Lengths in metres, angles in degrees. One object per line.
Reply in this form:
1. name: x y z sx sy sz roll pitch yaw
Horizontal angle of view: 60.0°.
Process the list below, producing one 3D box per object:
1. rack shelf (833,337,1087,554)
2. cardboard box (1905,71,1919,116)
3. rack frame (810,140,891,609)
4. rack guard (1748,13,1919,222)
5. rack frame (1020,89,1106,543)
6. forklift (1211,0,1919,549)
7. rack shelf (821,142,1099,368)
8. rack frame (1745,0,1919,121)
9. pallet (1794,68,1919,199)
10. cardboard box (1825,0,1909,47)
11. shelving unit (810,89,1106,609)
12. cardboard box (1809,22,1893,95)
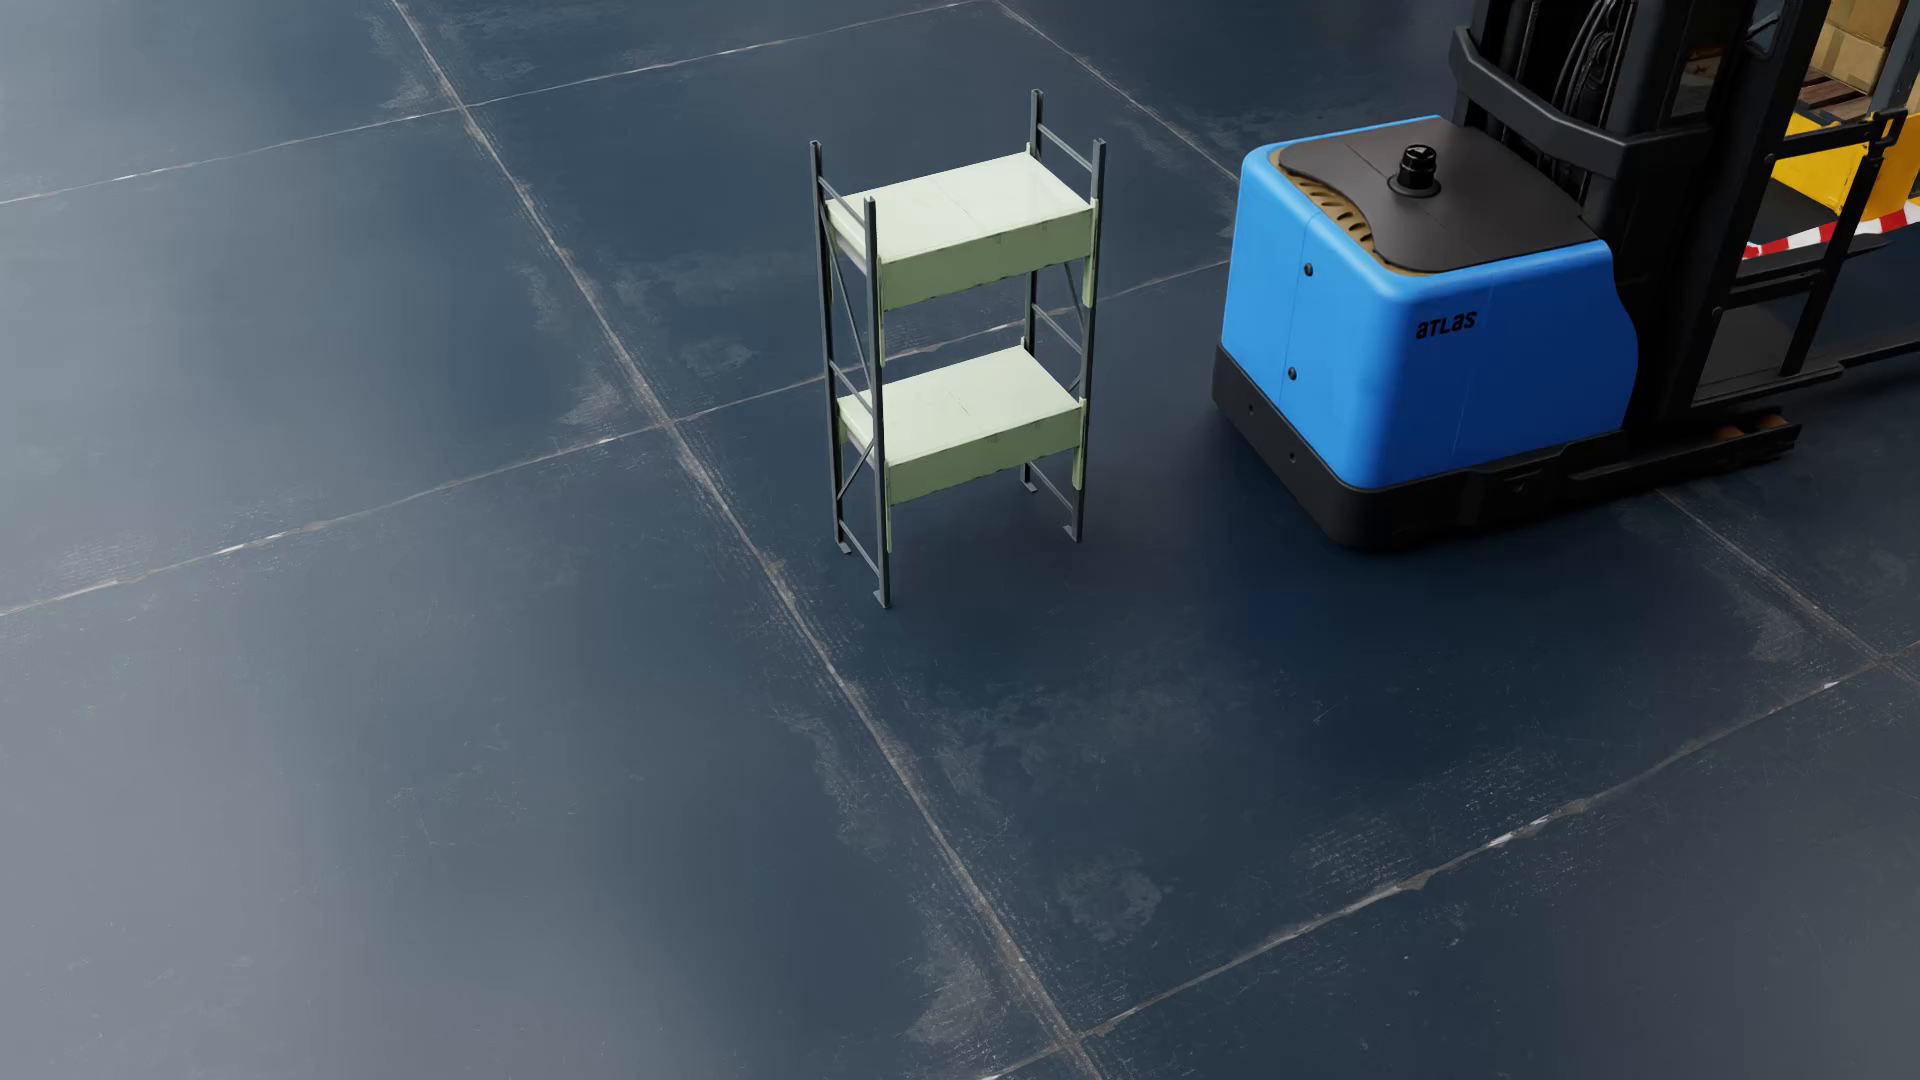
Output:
1. rack shelf: -0.006 -0.322 5.474 0.720 0.370 0.431 -19 44 -21
2. cardboard box: 4.656 -2.107 7.720 0.500 0.250 0.500 -19 44 -21
3. rack frame: -0.331 -0.461 5.134 0.023 1.500 0.400 -19 44 -21
4. rack guard: 3.880 -1.982 7.705 0.348 0.500 1.175 -19 44 -21
5. rack frame: 0.319 -0.680 5.392 0.023 1.500 0.400 -19 44 -21
6. forklift: 2.521 -1.676 5.461 3.031 2.935 1.130 -13 42 -15
7. rack shelf: -0.006 -0.868 5.011 0.720 0.370 0.431 -19 44 -21
8. rack frame: 3.813 -2.914 6.870 0.127 3.000 1.000 -19 44 -21
9. pallet: 4.617 -2.094 8.061 1.213 0.211 1.003 -19 44 -21
10. cardboard box: 4.403 -2.699 7.840 0.500 0.500 0.500 -18 44 -20
11. shelving unit: -0.006 -0.570 5.263 0.755 1.500 0.431 -19 44 -21
12. cardboard box: 4.427 -2.427 8.099 0.500 0.250 0.500 -19 44 -21
